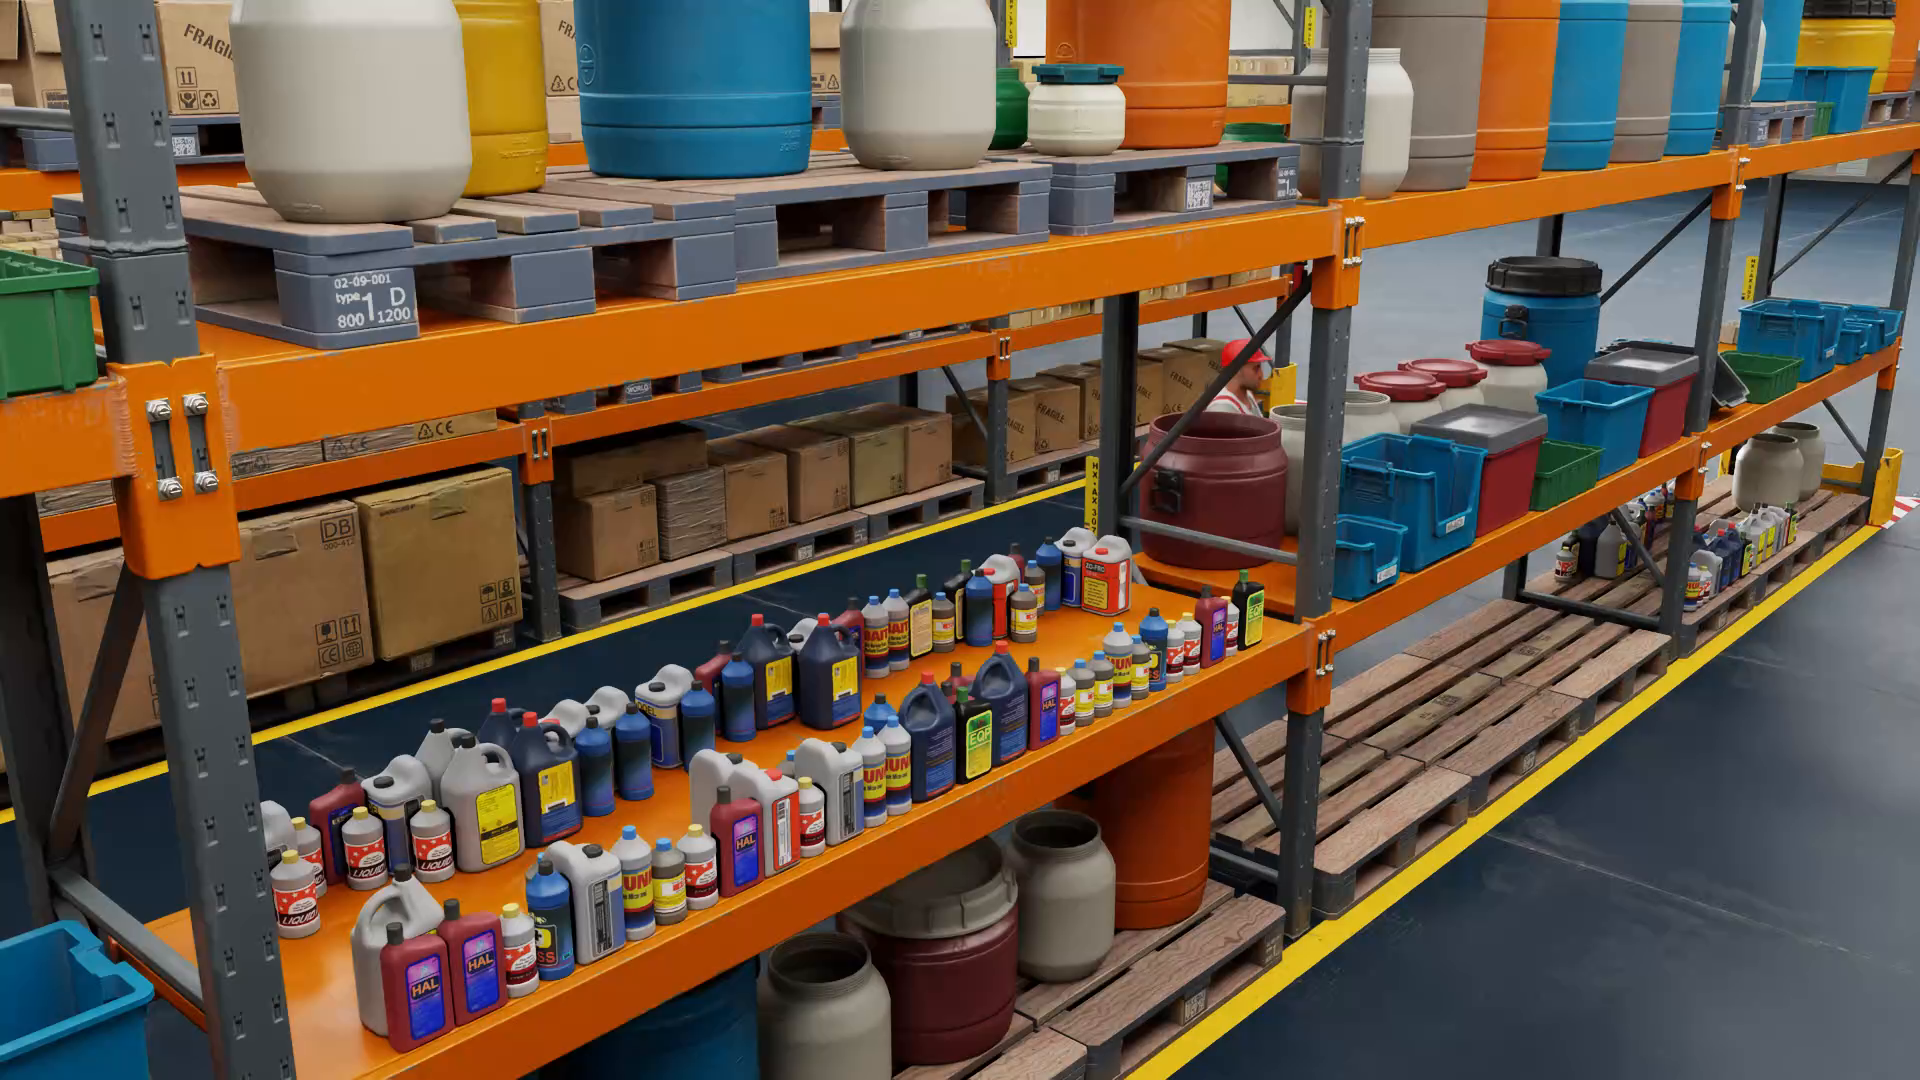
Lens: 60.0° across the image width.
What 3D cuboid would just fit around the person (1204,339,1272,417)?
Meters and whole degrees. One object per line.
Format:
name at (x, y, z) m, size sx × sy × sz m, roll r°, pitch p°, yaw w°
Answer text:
person at (1.567, -0.198, 9.218) m, size 0.613 × 1.841 × 0.596 m, roll 10°, pitch 19°, yaw 30°
